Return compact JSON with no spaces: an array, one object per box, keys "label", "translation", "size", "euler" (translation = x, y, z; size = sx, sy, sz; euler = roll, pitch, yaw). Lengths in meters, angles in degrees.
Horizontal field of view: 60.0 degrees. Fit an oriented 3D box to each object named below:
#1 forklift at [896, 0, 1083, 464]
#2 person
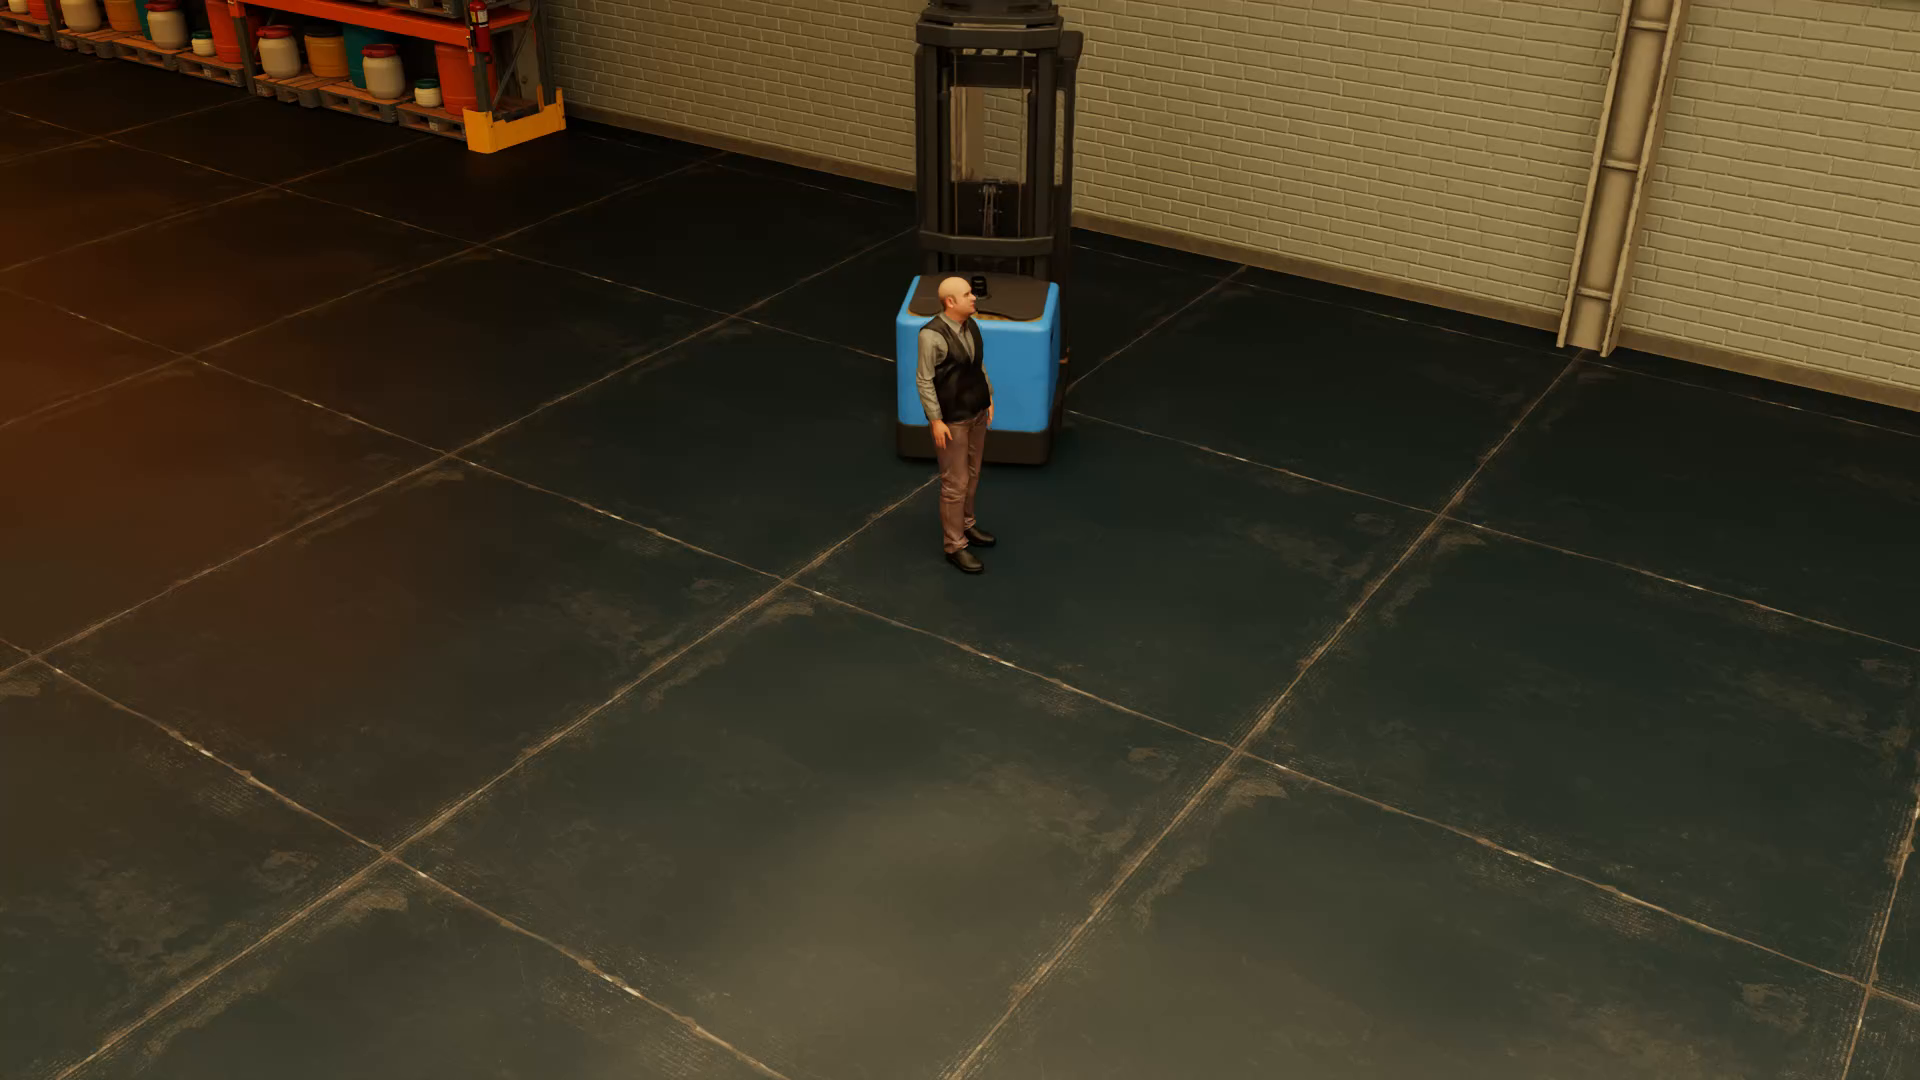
[{"label":"forklift","translation":[0.270,-2.497,11.882],"size":[1.130,2.935,3.031],"euler":[4,30,6]},{"label":"person","translation":[0.047,-0.730,10.028],"size":[0.568,1.720,0.632],"euler":[19,35,29]}]
